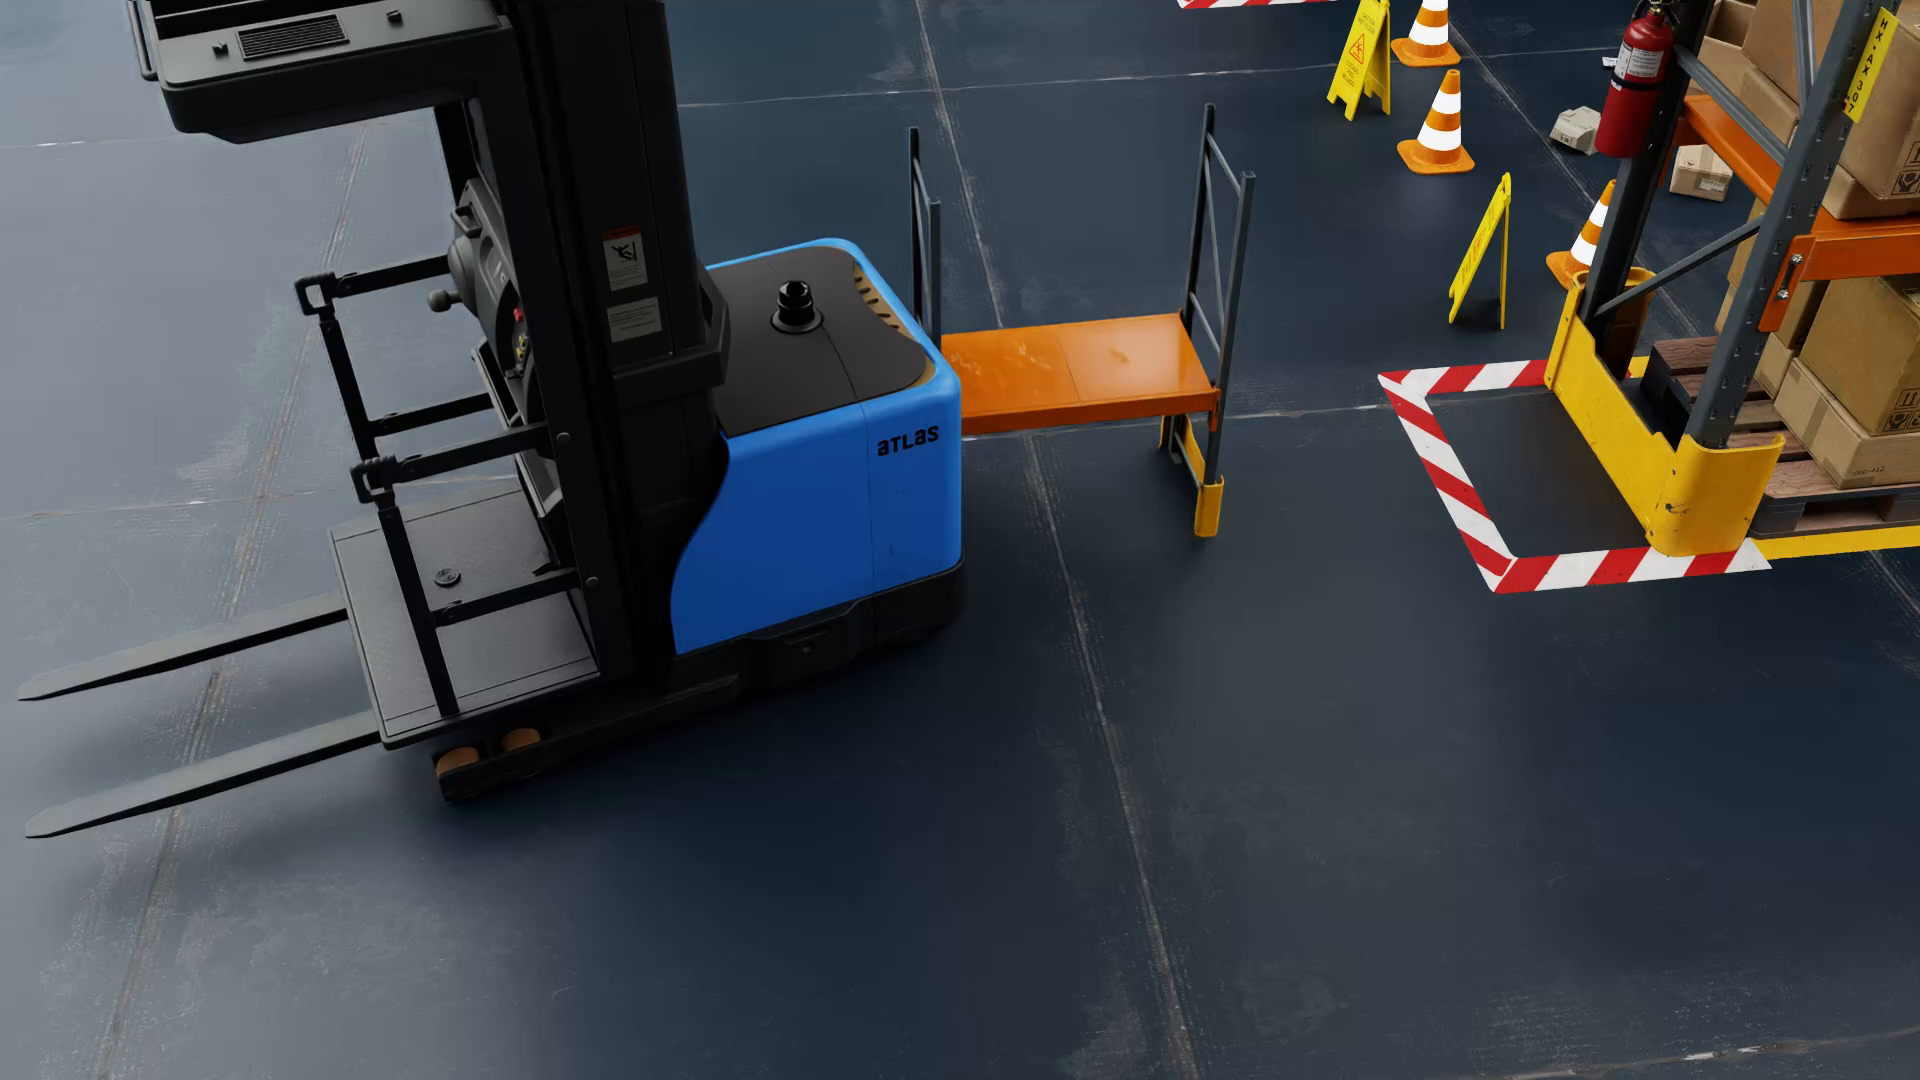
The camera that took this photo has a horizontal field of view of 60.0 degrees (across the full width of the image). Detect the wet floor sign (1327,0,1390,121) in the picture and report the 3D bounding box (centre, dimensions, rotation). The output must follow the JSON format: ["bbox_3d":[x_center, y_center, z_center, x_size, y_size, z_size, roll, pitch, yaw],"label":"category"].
[{"bbox_3d":[2.105,-2.529,8.572,0.232,0.644,0.267,-12,43,-13],"label":"wet floor sign"}]

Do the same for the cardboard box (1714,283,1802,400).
[{"bbox_3d":[3.409,-0.828,6.668,0.500,0.250,0.500,-5,42,-6],"label":"cardboard box"}]

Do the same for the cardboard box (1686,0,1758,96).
[{"bbox_3d":[4.032,-2.349,8.479,0.797,0.503,0.637,32,51,30],"label":"cardboard box"}]

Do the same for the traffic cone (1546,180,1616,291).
[{"bbox_3d":[2.878,-1.394,7.450,0.334,0.463,0.336,-5,42,-6],"label":"traffic cone"}]

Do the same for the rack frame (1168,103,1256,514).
[{"bbox_3d":[0.887,-0.762,5.976,0.032,1.500,0.500,-6,42,-7],"label":"rack frame"}]

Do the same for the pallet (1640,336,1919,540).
[{"bbox_3d":[3.504,-0.460,6.603,1.213,0.211,1.003,-5,42,-6],"label":"pallet"}]

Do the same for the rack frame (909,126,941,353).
[{"bbox_3d":[-0.117,-0.654,5.855,0.032,1.500,0.500,-6,42,-7],"label":"rack frame"}]

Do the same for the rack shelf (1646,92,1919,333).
[{"bbox_3d":[4.602,-1.349,6.043,4.000,0.370,1.077,-5,42,-6],"label":"rack shelf"}]

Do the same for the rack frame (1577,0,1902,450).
[{"bbox_3d":[2.619,-1.442,5.609,0.127,3.000,1.000,-5,42,-6],"label":"rack frame"}]

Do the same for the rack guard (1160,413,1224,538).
[{"bbox_3d":[0.886,-0.298,6.394,0.087,0.250,0.587,-6,42,-7],"label":"rack guard"}]

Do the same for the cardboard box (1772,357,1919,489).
[{"bbox_3d":[3.455,-0.463,6.264,0.500,0.250,0.500,-5,42,-6],"label":"cardboard box"}]

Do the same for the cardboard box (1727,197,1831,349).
[{"bbox_3d":[3.380,-1.098,6.408,0.500,0.500,0.500,-5,42,-5],"label":"cardboard box"}]

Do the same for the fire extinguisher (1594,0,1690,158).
[{"bbox_3d":[2.446,-1.710,5.963,0.183,0.674,0.296,-5,42,-6],"label":"fire extinguisher"}]

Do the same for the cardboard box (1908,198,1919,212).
[{"bbox_3d":[3.231,-1.272,5.609,0.250,0.149,0.380,-4,42,-5],"label":"cardboard box"}]

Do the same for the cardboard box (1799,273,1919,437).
[{"bbox_3d":[3.478,-0.744,6.015,0.500,0.500,0.500,-6,42,-7],"label":"cardboard box"}]

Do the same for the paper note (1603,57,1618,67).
[{"bbox_3d":[3.611,-2.623,9.136,0.142,0.017,0.144,8,43,9],"label":"paper note"}]

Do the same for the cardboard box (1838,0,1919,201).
[{"bbox_3d":[3.125,-1.447,5.318,0.500,0.500,0.500,-6,42,-6],"label":"cardboard box"}]

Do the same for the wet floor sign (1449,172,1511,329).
[{"bbox_3d":[2.292,-1.262,7.167,0.232,0.644,0.267,8,43,9],"label":"wet floor sign"}]

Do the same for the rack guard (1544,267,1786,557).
[{"bbox_3d":[2.694,-0.521,6.454,0.348,0.500,1.175,-5,42,-6],"label":"rack guard"}]

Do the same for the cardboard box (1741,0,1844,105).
[{"bbox_3d":[3.121,-1.820,5.731,0.500,0.500,0.500,-6,42,-6],"label":"cardboard box"}]

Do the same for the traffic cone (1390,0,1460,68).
[{"bbox_3d":[2.588,-2.882,9.099,0.334,0.463,0.336,-5,42,-6],"label":"traffic cone"}]

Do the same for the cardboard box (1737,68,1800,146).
[{"bbox_3d":[2.962,-1.523,5.887,0.250,0.149,0.380,-4,42,-4],"label":"cardboard box"}]

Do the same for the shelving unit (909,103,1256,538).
[{"bbox_3d":[0.394,-0.709,5.916,1.083,1.500,0.587,-6,42,-7],"label":"shelving unit"}]

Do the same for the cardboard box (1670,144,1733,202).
[{"bbox_3d":[3.656,-1.839,8.178,0.250,0.149,0.380,16,44,17],"label":"cardboard box"}]

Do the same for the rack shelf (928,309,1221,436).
[{"bbox_3d":[0.385,-0.574,6.036,1.000,0.185,0.538,-6,42,-7],"label":"rack shelf"}]

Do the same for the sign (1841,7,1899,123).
[{"bbox_3d":[2.689,-1.403,4.920,0.005,0.325,0.100,-5,42,-6],"label":"sign"}]

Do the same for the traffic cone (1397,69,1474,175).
[{"bbox_3d":[2.397,-2.102,8.235,0.334,0.463,0.336,-5,42,-6],"label":"traffic cone"}]

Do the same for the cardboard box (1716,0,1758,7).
[{"bbox_3d":[4.437,-3.325,9.561,0.500,0.500,0.500,2,42,2],"label":"cardboard box"}]

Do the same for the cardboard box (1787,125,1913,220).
[{"bbox_3d":[2.983,-1.241,5.574,0.250,0.149,0.380,-5,42,-5],"label":"cardboard box"}]

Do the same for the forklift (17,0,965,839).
[{"bbox_3d":[-1.541,-0.667,4.801,3.031,2.935,1.130,-17,45,-18],"label":"forklift"}]

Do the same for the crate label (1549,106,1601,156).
[{"bbox_3d":[3.169,-2.090,8.465,0.298,0.136,0.250,-27,49,-27],"label":"crate label"}]
